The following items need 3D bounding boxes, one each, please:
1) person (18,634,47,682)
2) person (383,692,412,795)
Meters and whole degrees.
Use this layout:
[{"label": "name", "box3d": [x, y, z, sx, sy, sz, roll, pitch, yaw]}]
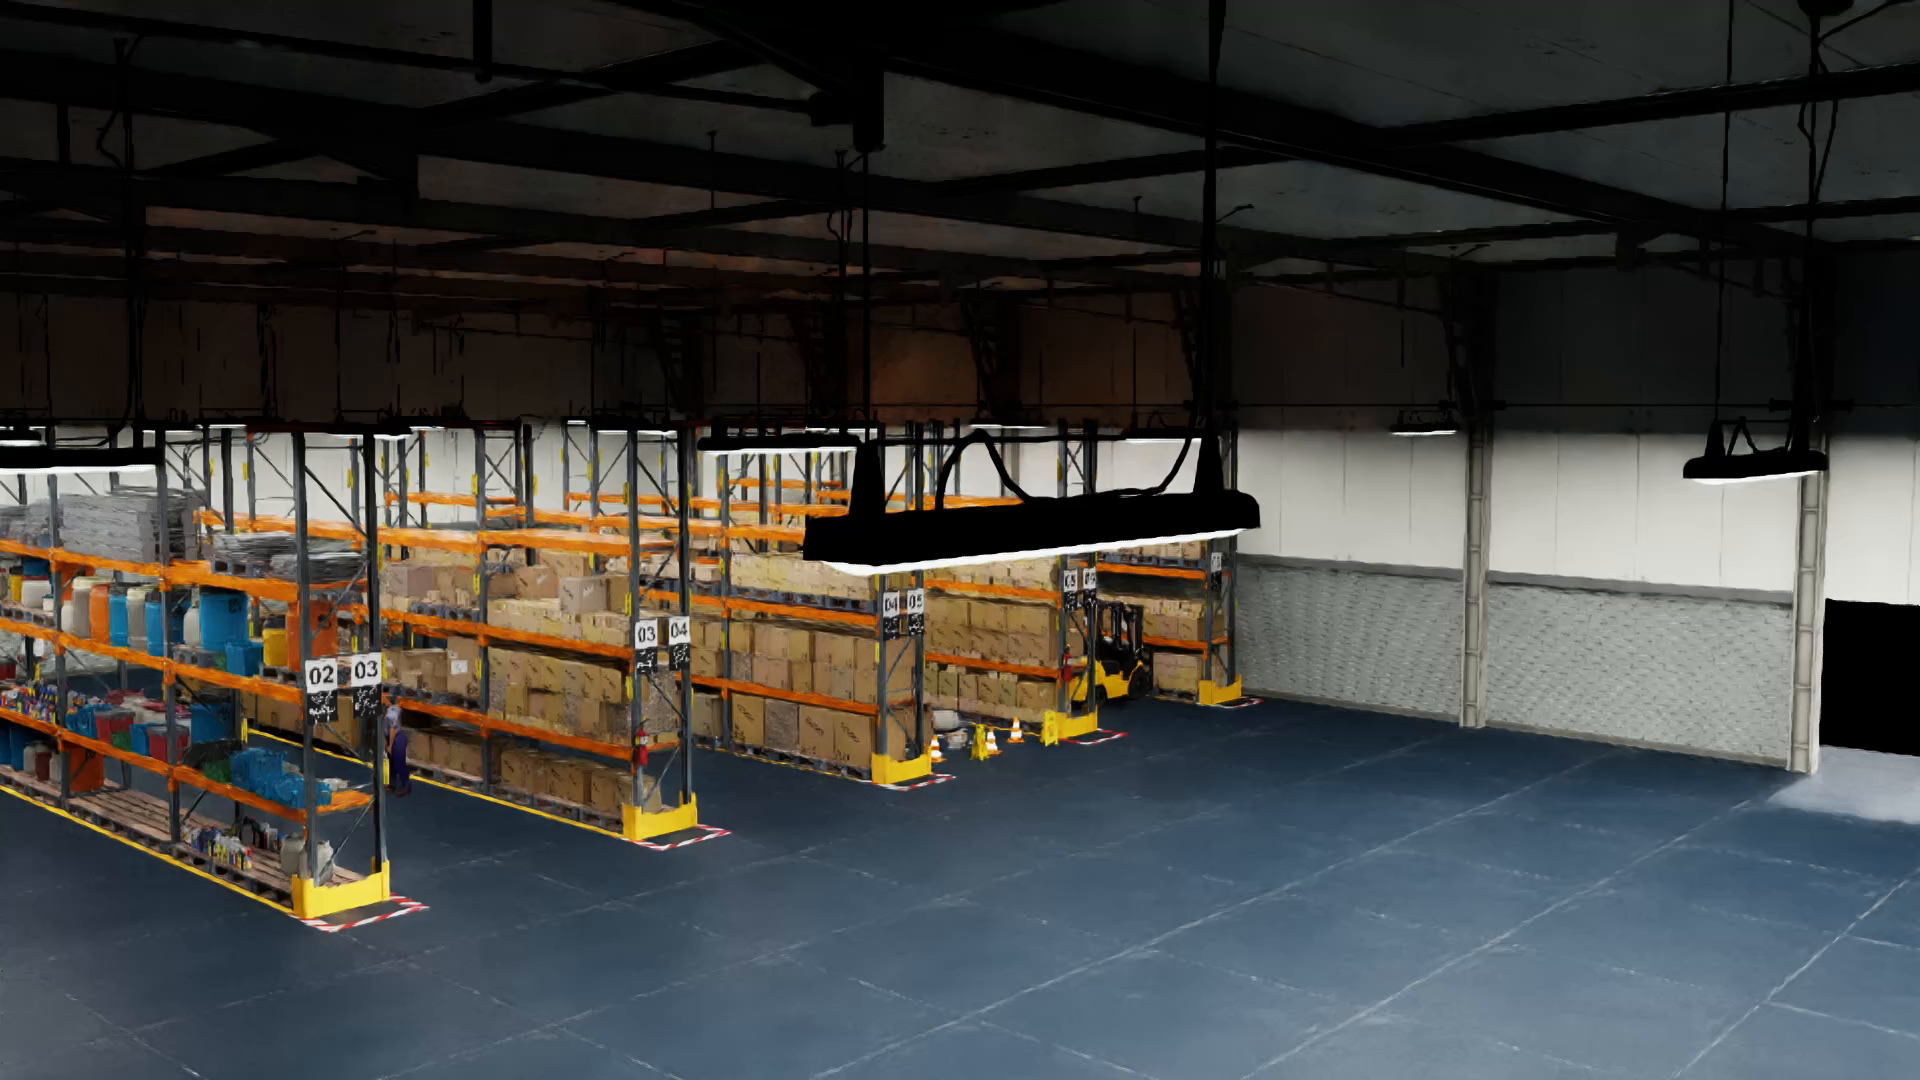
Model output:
[{"label": "person", "box3d": [-20.369, 2.486, 36.572, 1.119, 1.700, 0.543, 4, 6, 40]}, {"label": "person", "box3d": [-9.219, 3.292, 27.011, 0.556, 1.644, 0.598, -2, 5, -18]}]
